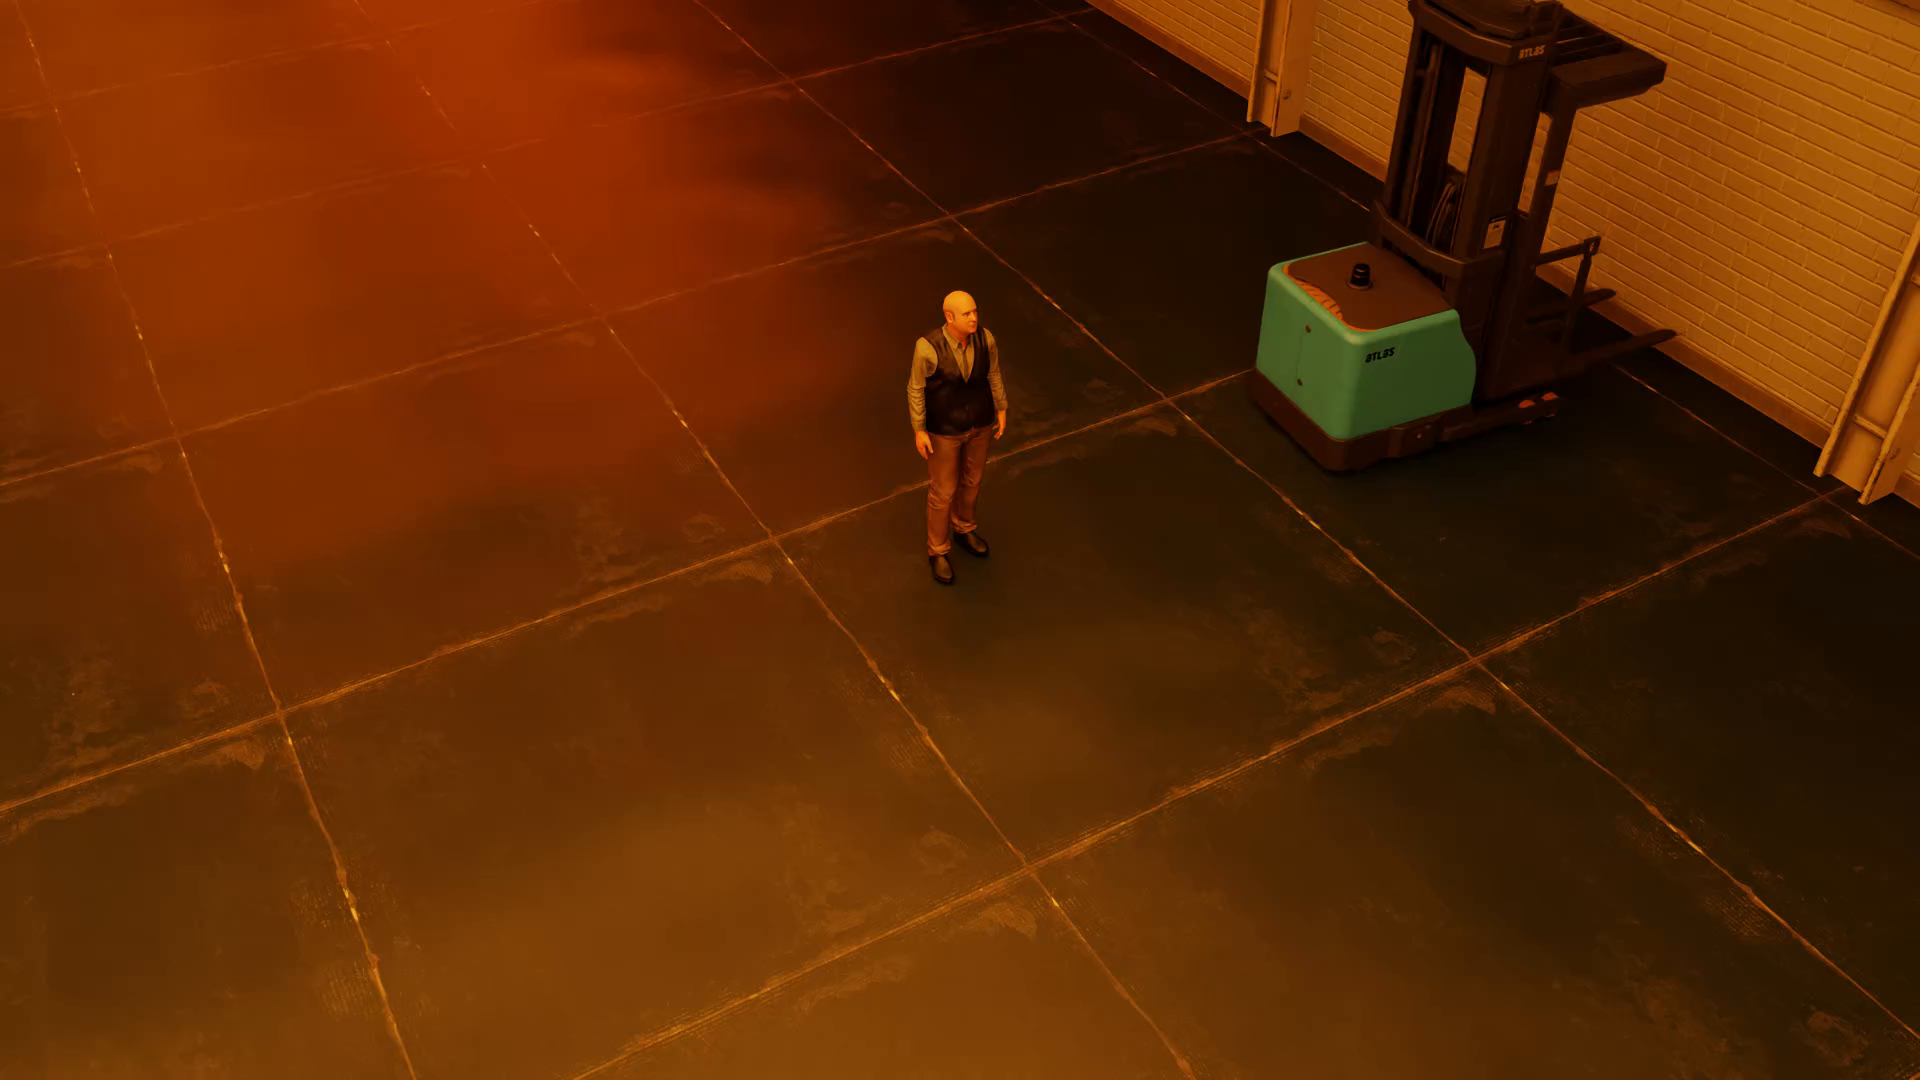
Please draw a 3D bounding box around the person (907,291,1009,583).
[{"bbox_3d":[0.025,-0.631,9.733,0.634,1.722,0.566,-20,44,-23],"label":"person"}]

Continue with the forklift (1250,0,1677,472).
[{"bbox_3d":[3.550,-2.203,10.692,3.031,2.935,1.130,-16,42,-19],"label":"forklift"}]
